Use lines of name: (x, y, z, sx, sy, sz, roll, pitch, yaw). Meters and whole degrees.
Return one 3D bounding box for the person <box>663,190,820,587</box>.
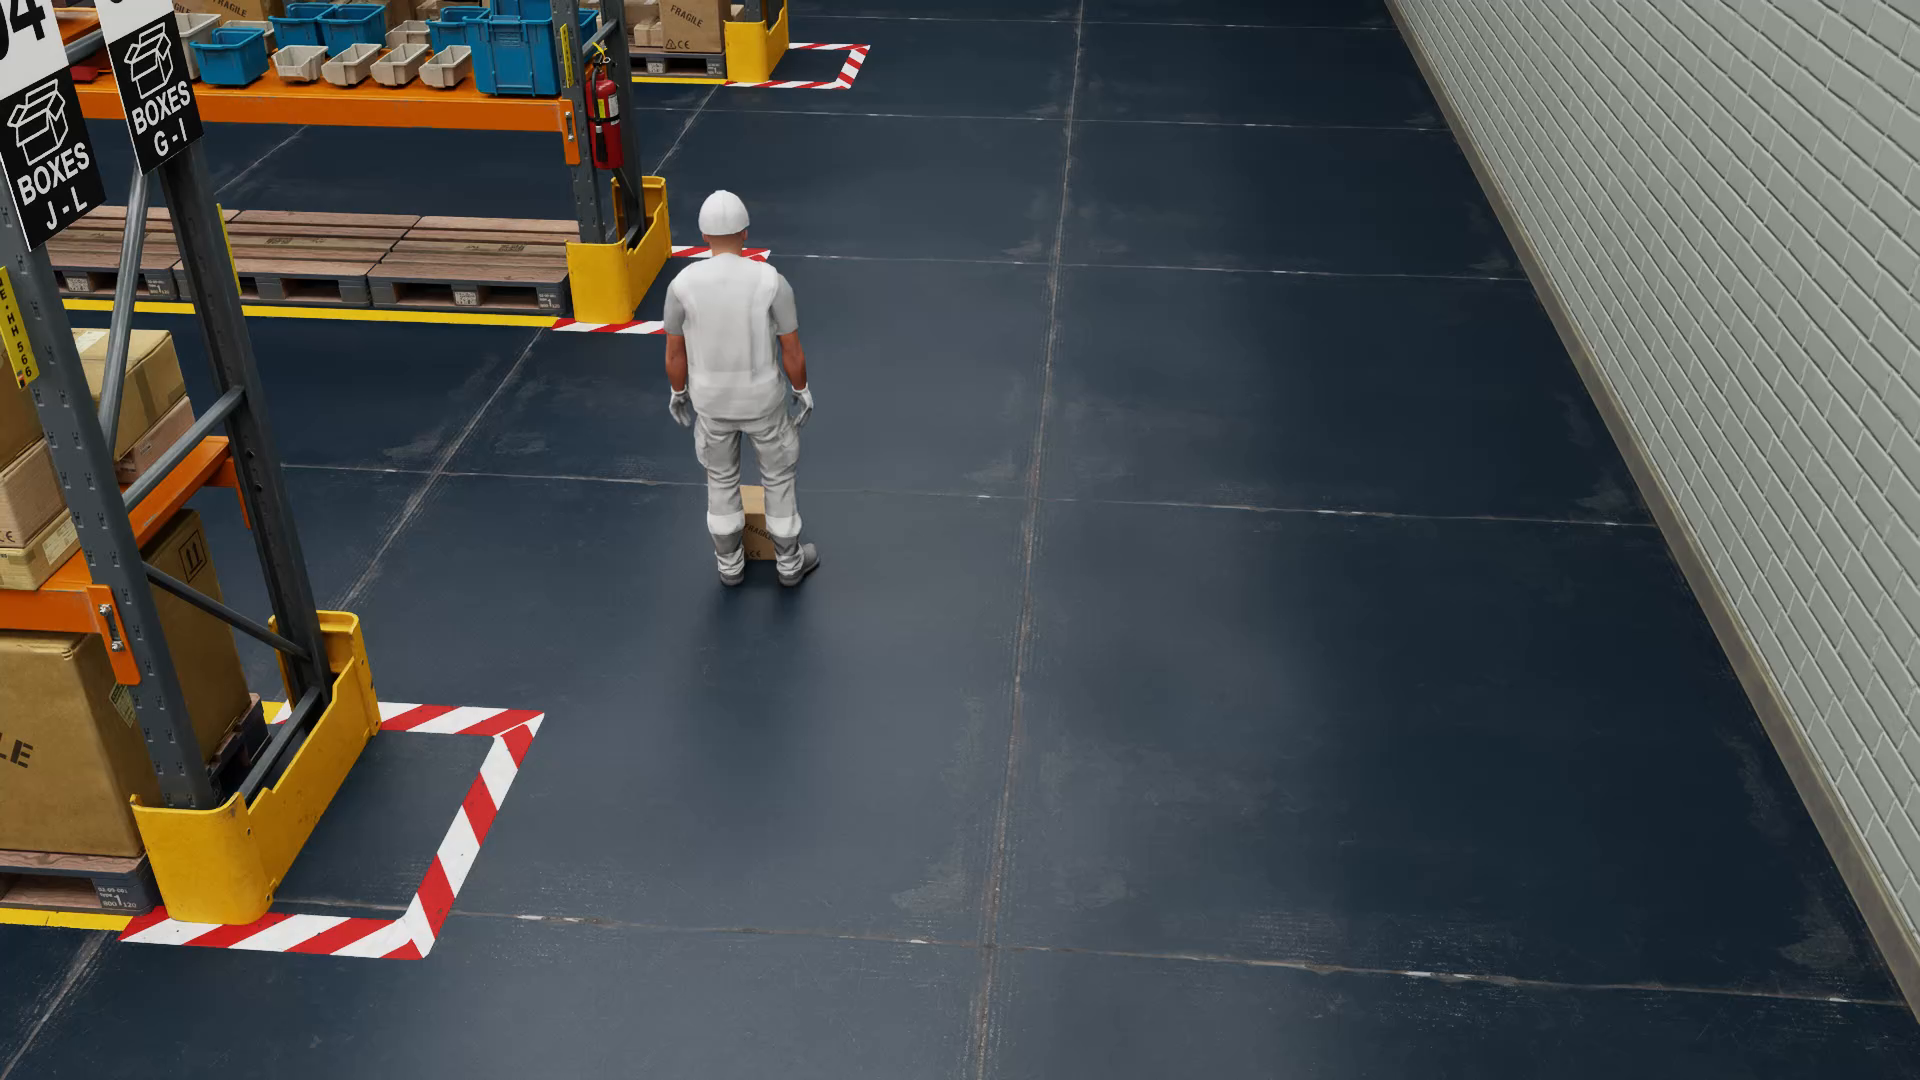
person: (-0.940, -0.612, 7.112, 0.620, 1.781, 0.445, 1, 32, 1)
